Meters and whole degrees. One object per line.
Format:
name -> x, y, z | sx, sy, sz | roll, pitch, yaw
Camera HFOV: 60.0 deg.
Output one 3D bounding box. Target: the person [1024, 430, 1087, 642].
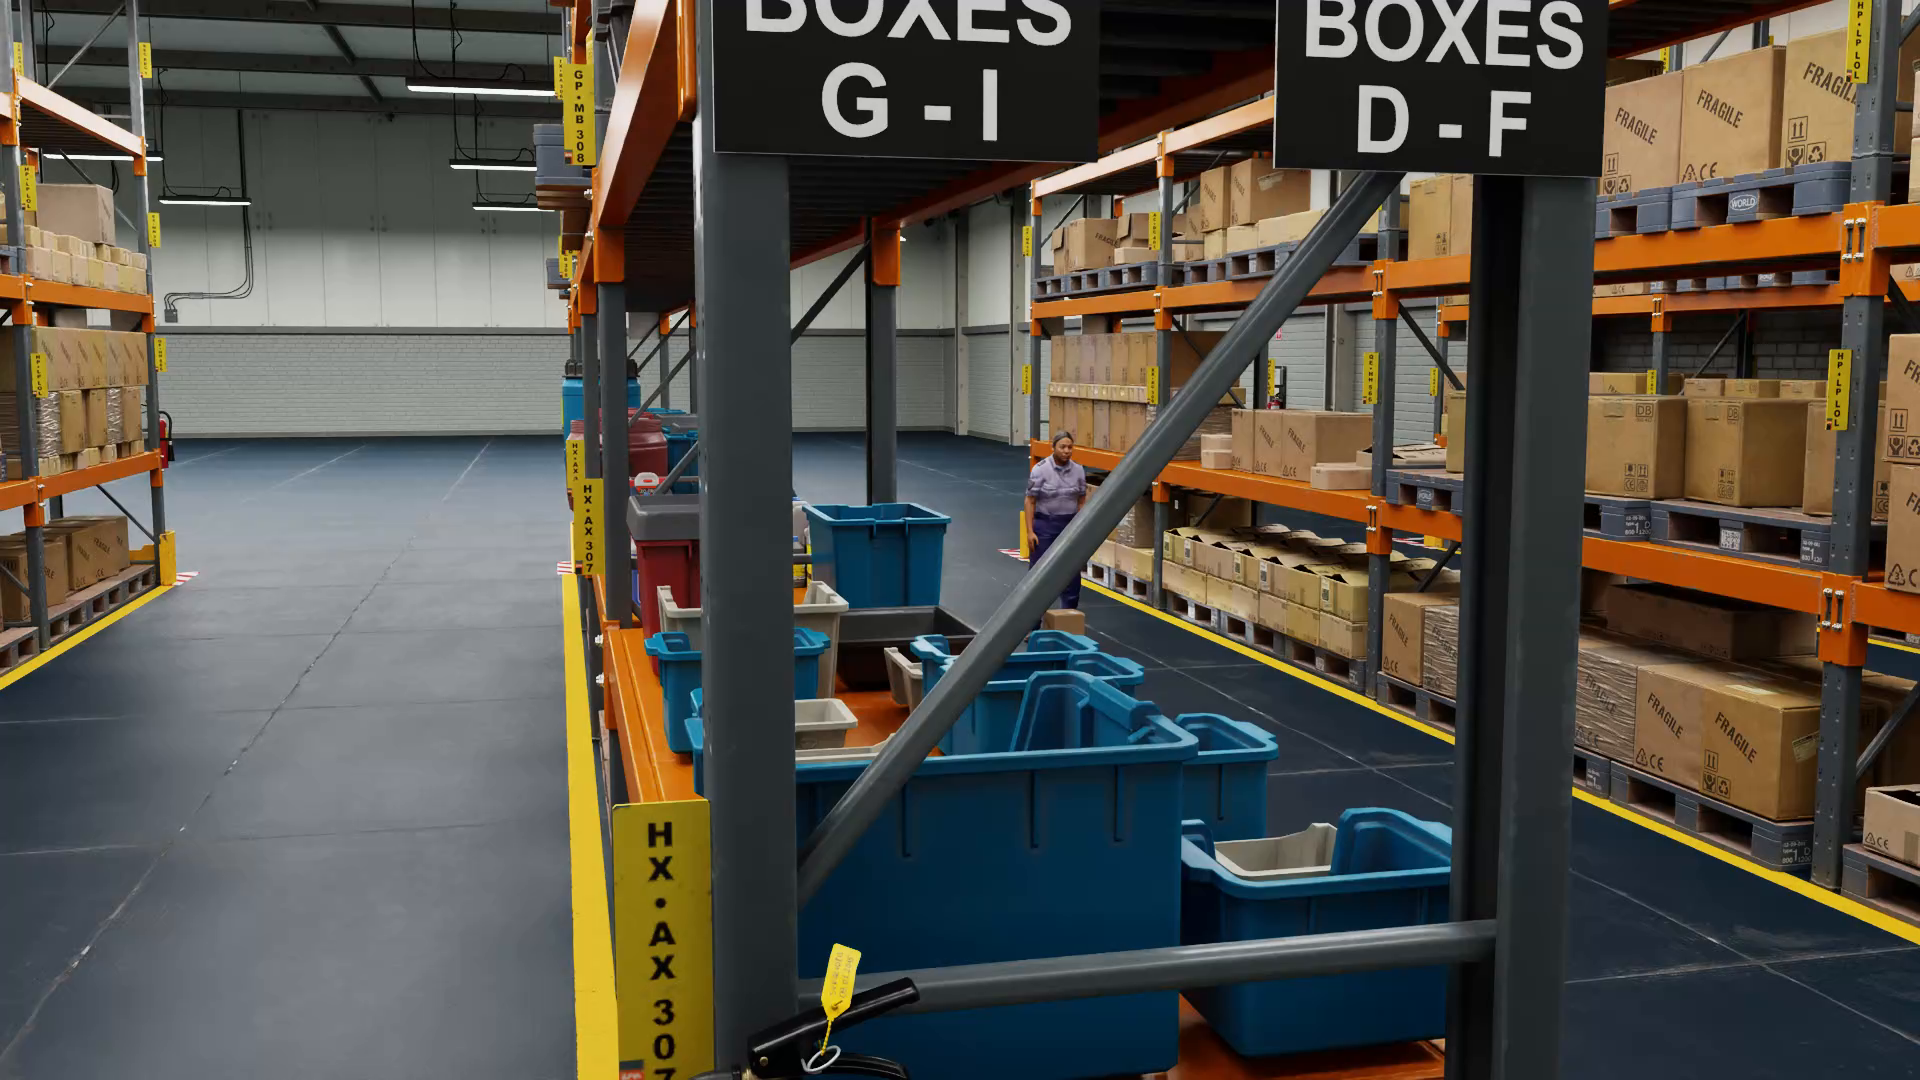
person -> 0.749, -0.033, 13.080 | 0.563, 1.638, 0.361 | -2, 7, -16
